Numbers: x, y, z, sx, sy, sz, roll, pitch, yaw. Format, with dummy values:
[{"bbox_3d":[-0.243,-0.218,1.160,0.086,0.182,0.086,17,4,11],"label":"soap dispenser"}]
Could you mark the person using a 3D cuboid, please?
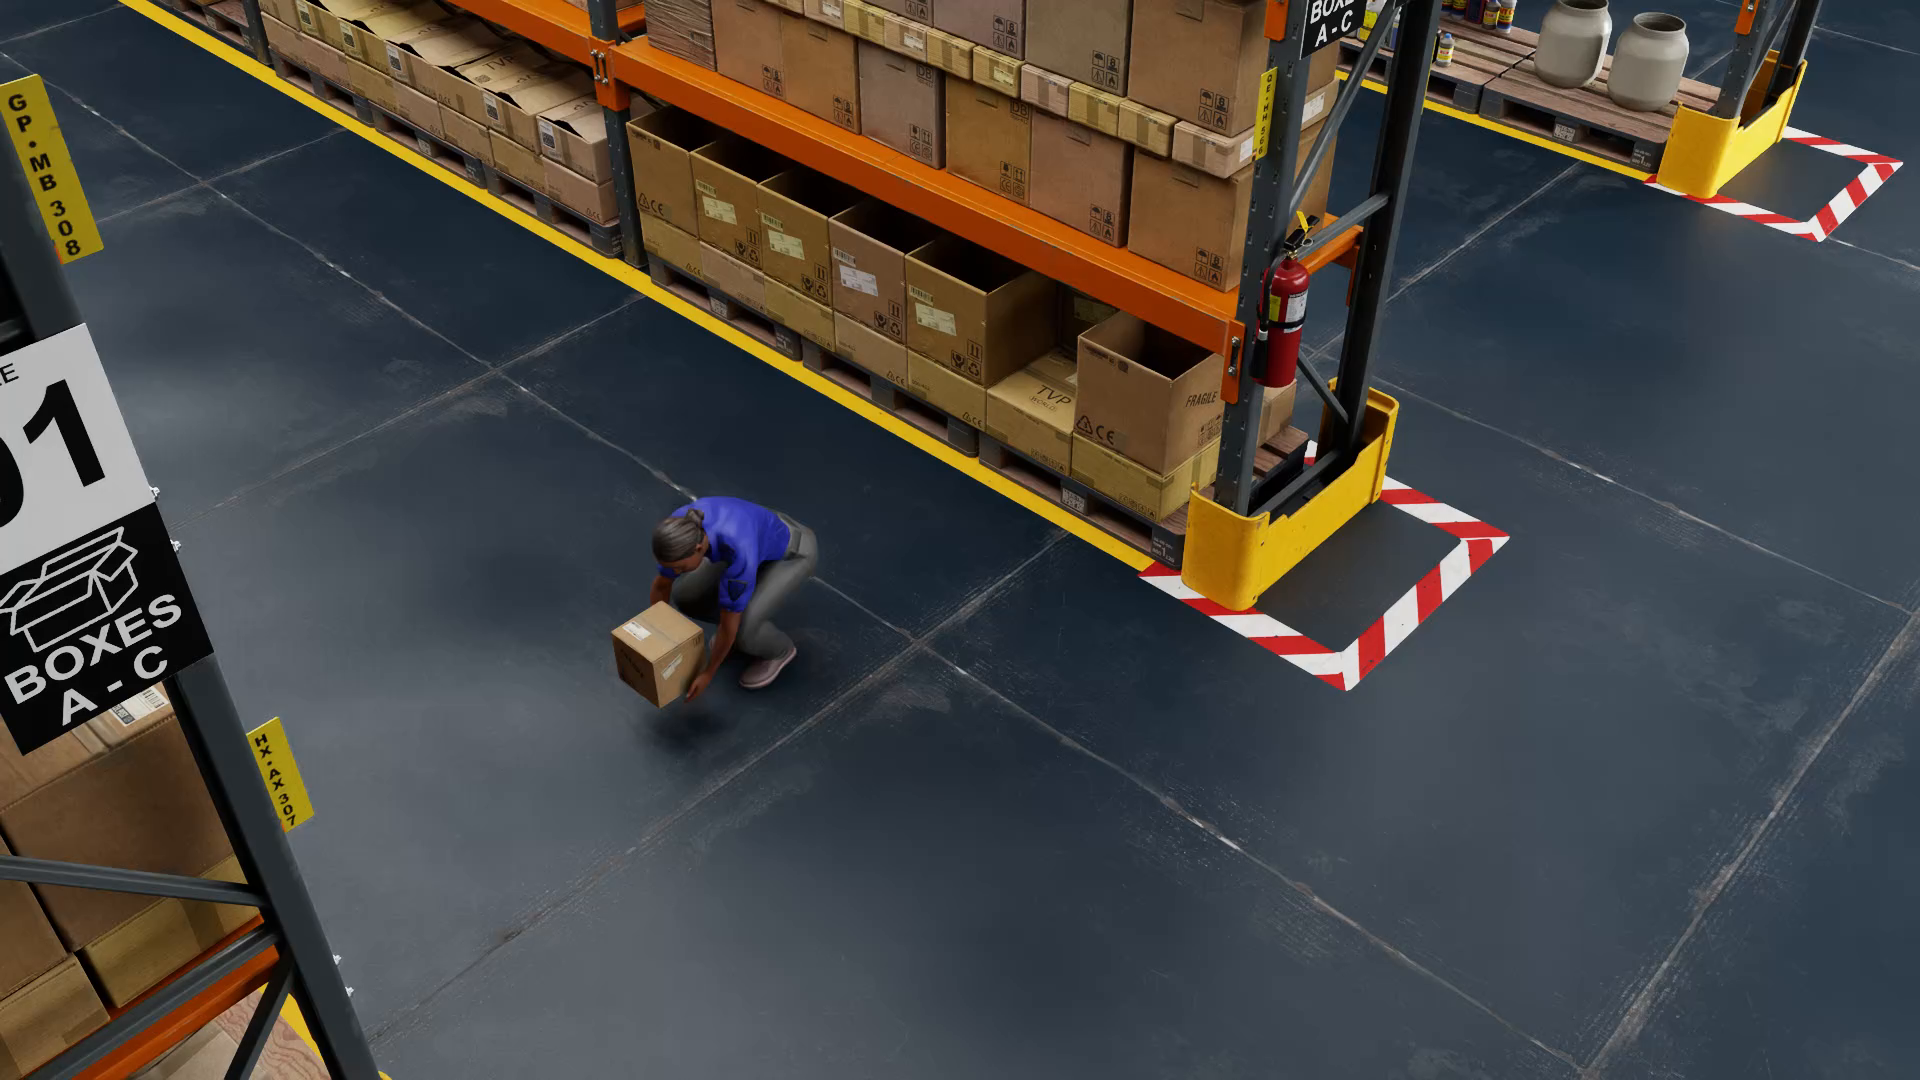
[{"bbox_3d":[-0.899,0.161,6.520,0.485,0.958,0.810,30,48,31],"label":"person"}]
